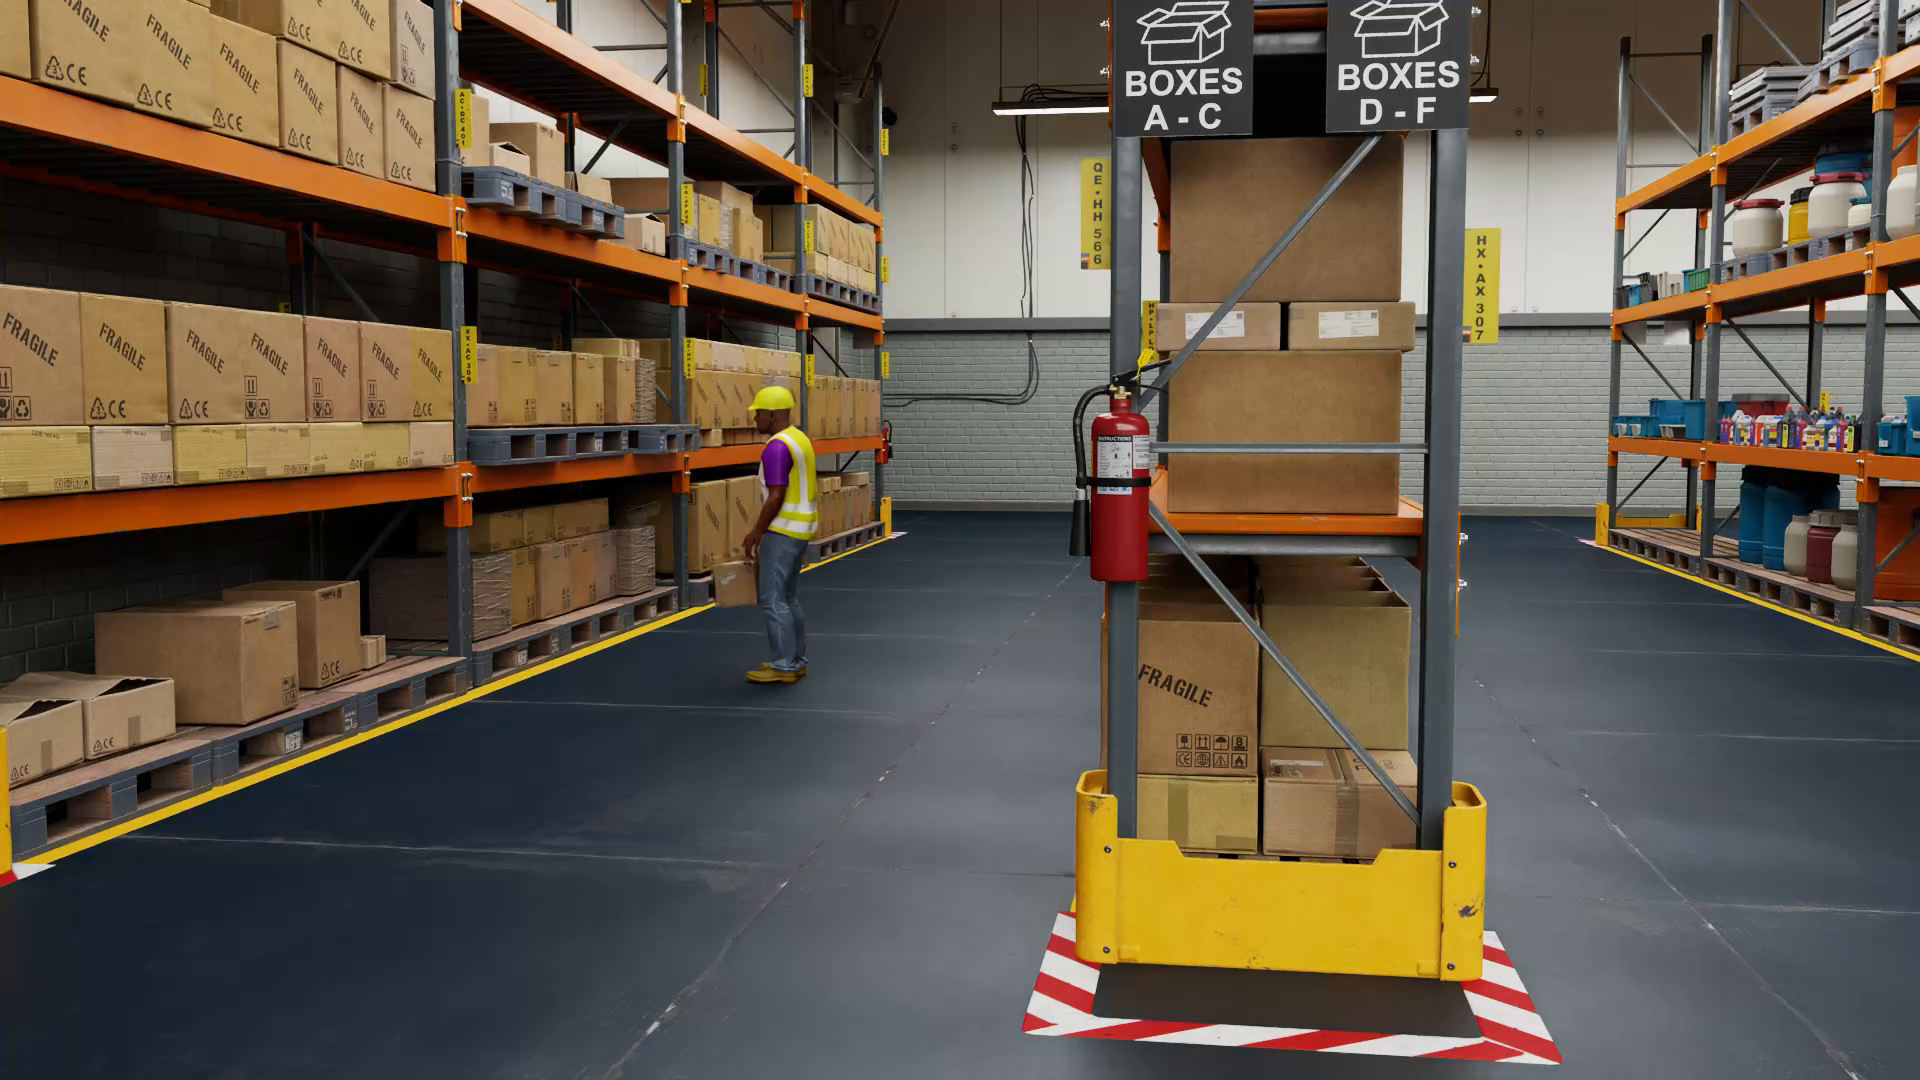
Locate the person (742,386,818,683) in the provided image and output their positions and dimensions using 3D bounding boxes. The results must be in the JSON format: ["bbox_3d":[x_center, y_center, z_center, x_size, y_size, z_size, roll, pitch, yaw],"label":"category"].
[{"bbox_3d":[-1.072,-0.038,9.987,0.411,1.766,0.585,1,4,9],"label":"person"}]
